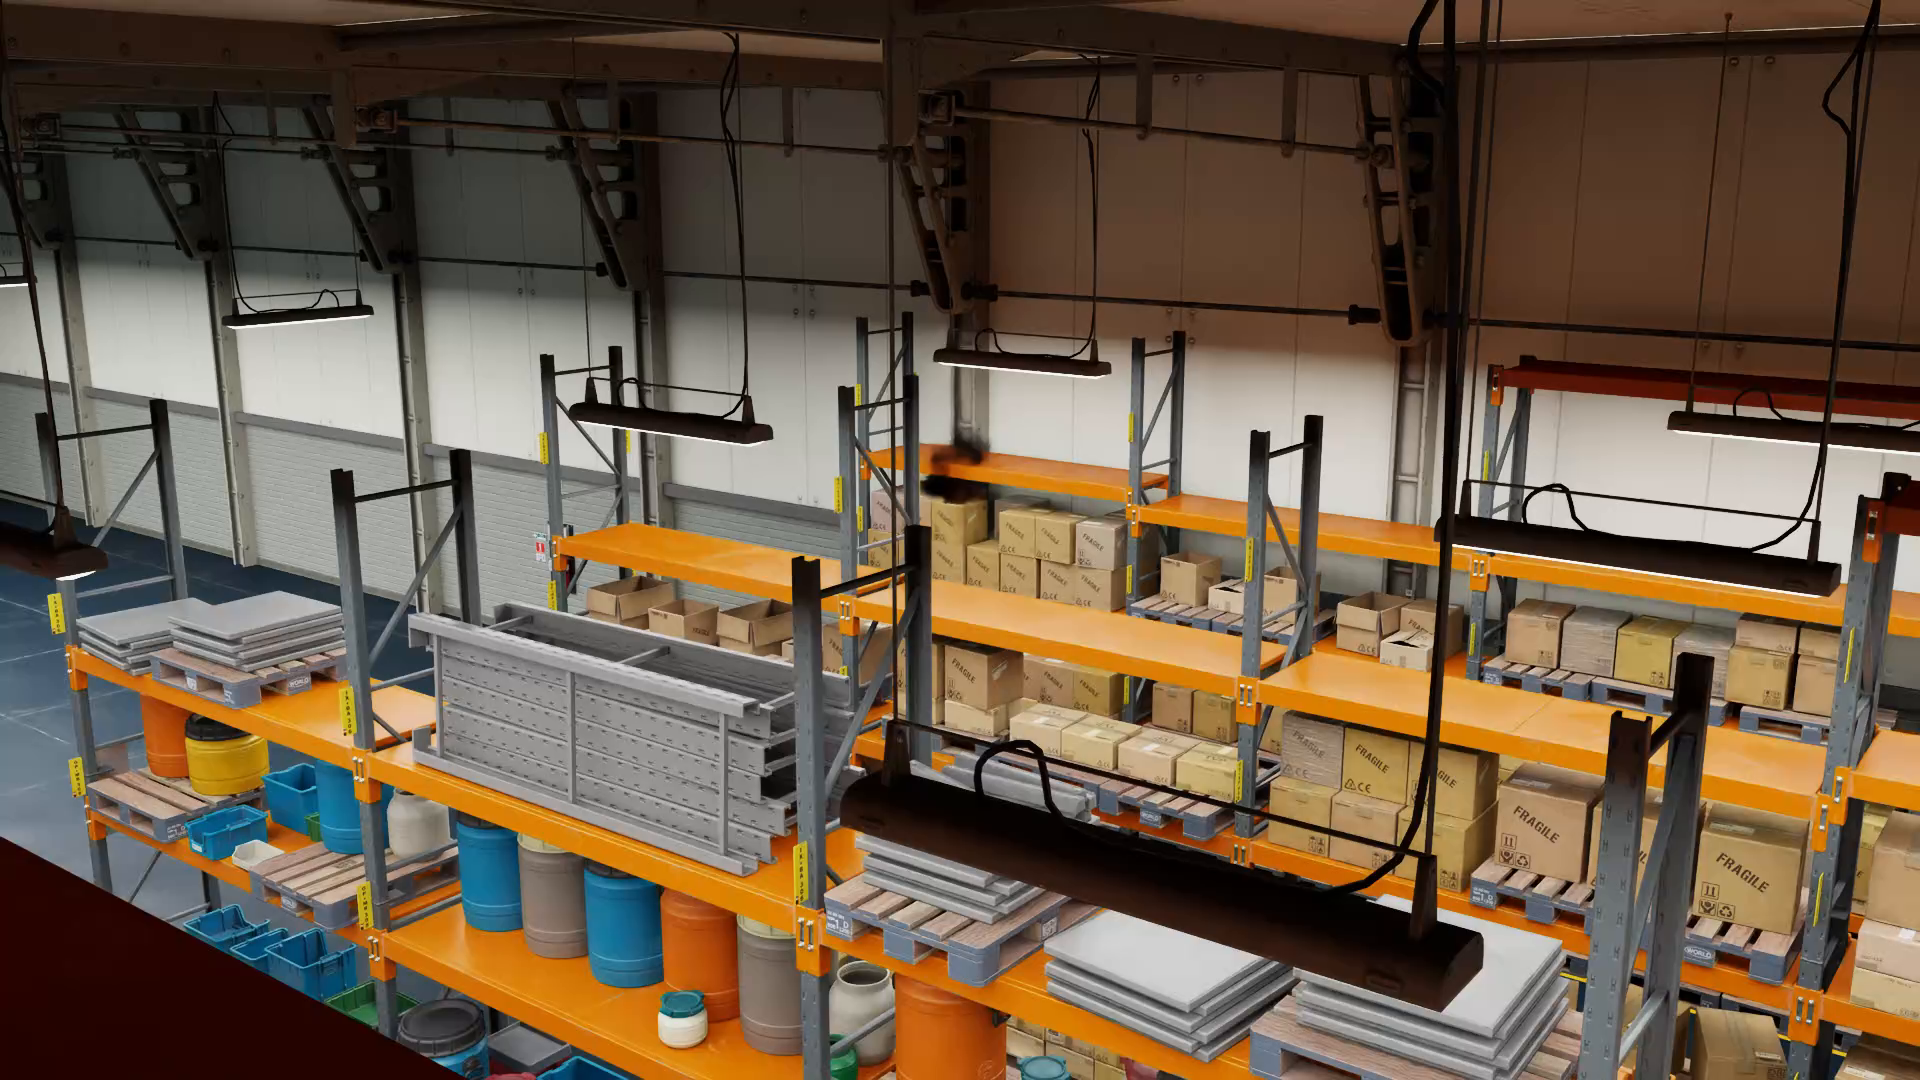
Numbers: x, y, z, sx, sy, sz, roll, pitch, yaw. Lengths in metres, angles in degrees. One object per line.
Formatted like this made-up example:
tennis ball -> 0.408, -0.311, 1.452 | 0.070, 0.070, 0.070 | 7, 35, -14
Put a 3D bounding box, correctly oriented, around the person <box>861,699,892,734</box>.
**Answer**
person -> -0.871, 2.650, 18.739 | 0.741, 1.907, 0.664 | 5, 14, 21
